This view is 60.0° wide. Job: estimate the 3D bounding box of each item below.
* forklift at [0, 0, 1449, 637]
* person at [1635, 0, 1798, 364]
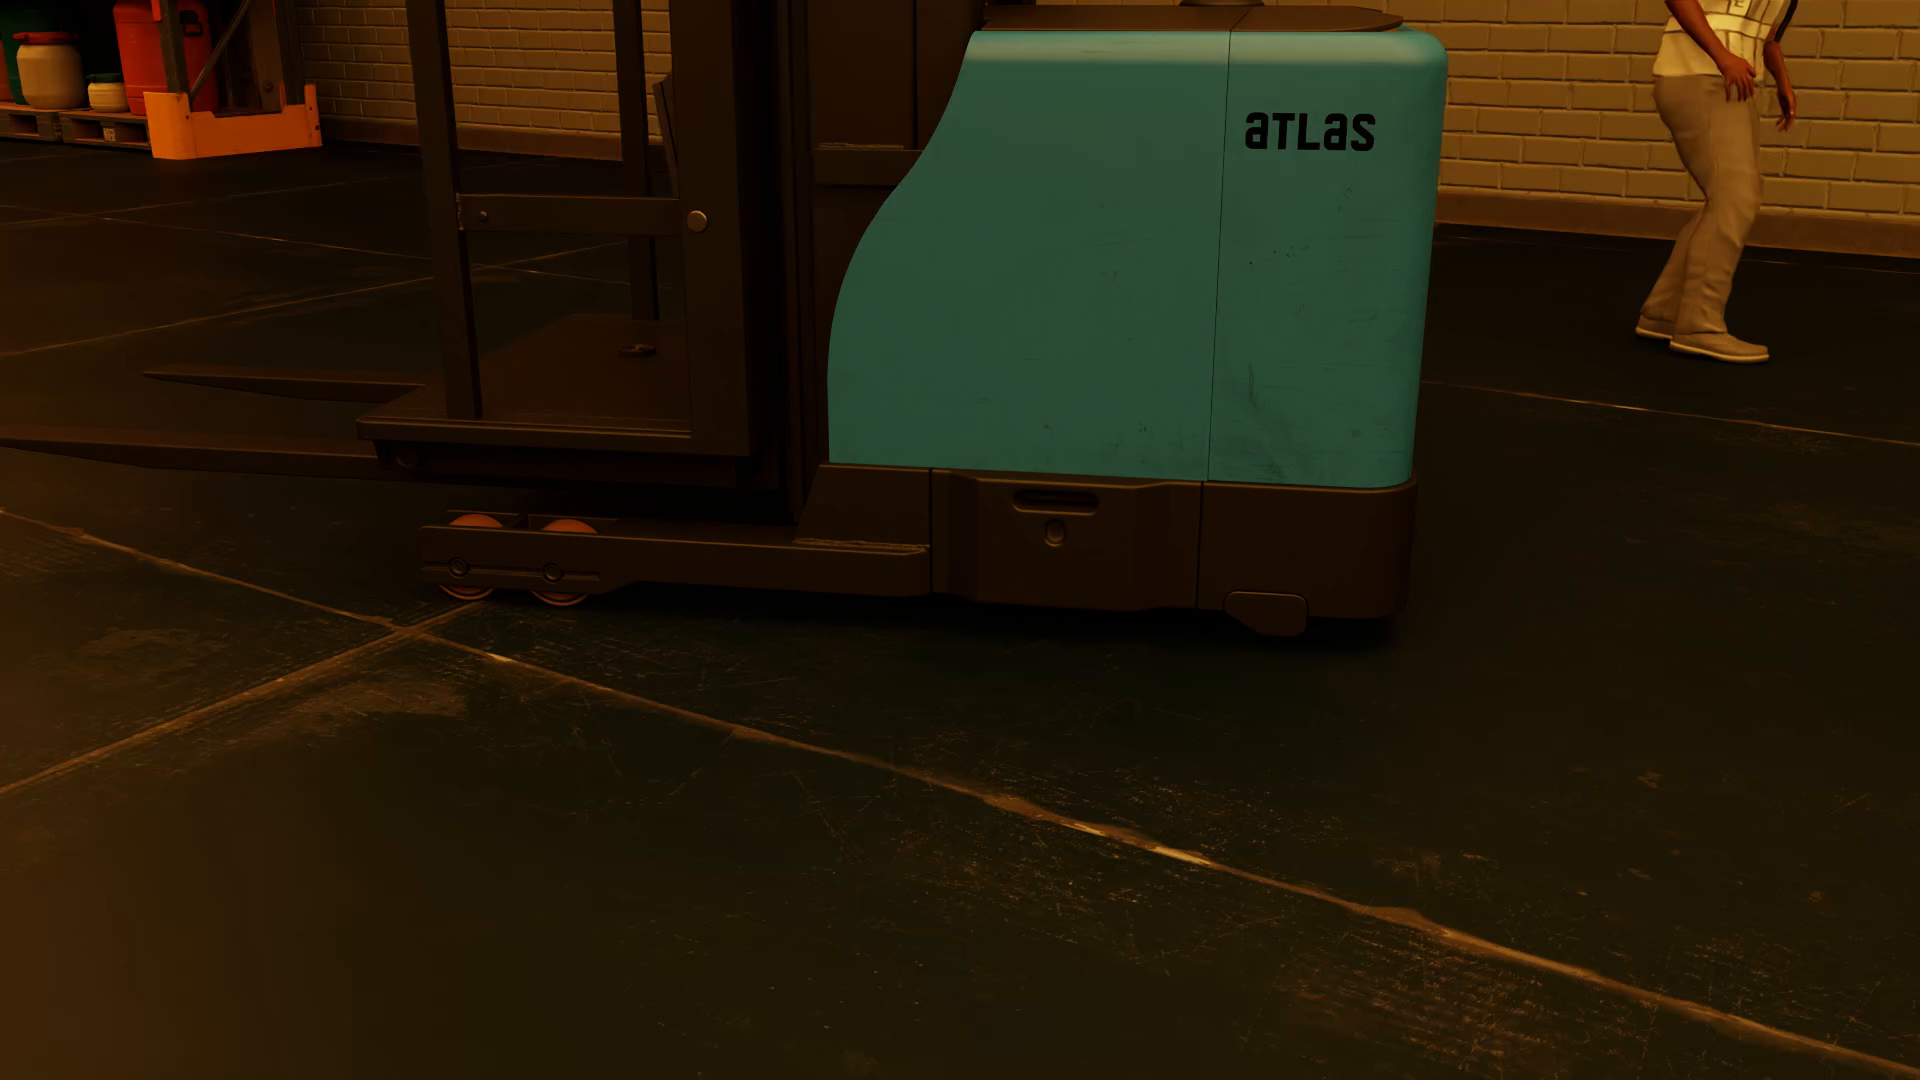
[{"bbox_3d":[-0.599,-1.422,3.246,3.031,2.935,1.130,3,19,9],"label":"forklift"},{"bbox_3d":[2.451,-1.411,5.241,0.481,1.644,0.649,14,23,36],"label":"person"}]
